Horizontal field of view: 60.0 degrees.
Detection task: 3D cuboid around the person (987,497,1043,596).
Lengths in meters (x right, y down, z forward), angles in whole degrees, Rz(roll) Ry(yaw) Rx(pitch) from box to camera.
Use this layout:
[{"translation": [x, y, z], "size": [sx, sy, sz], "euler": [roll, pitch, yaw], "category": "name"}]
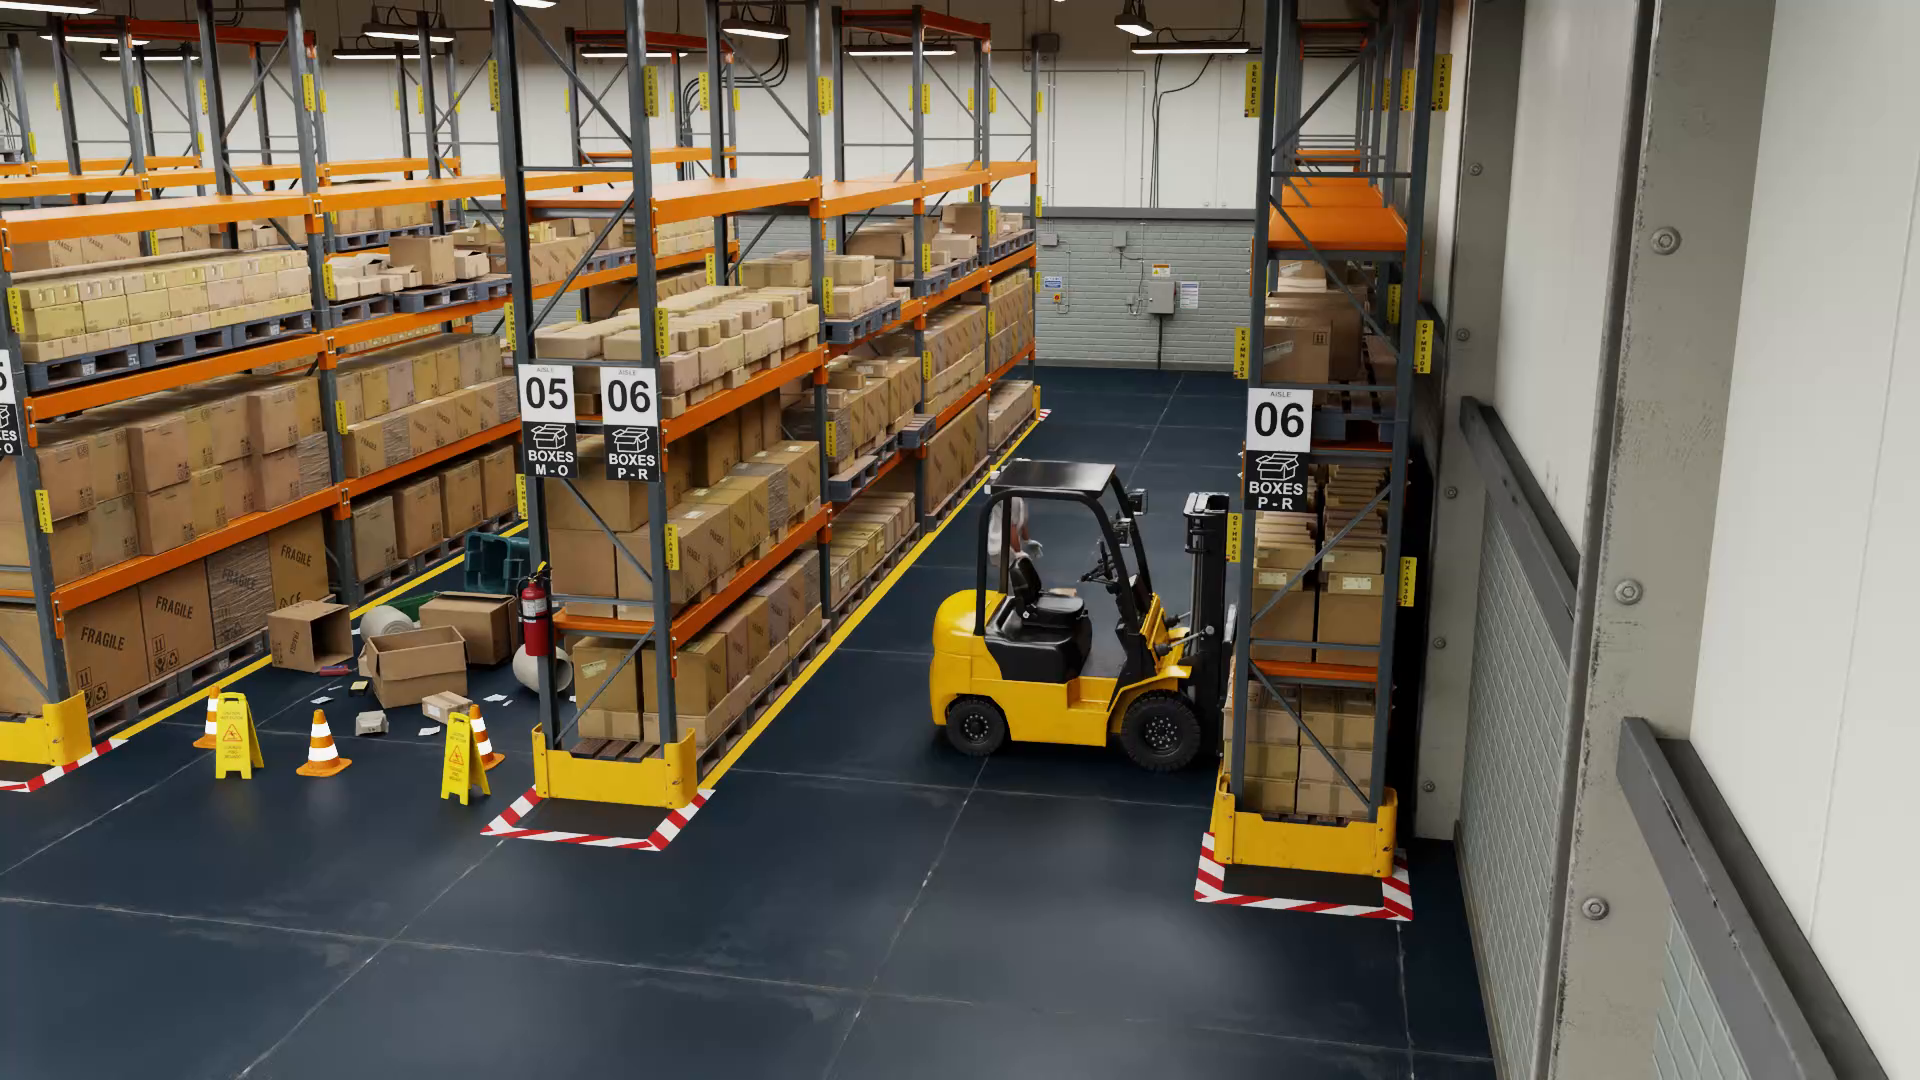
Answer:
[{"translation": [0.523, 0.096, 15.845], "size": [0.561, 1.663, 0.591], "euler": [3, 15, 12], "category": "person"}]
